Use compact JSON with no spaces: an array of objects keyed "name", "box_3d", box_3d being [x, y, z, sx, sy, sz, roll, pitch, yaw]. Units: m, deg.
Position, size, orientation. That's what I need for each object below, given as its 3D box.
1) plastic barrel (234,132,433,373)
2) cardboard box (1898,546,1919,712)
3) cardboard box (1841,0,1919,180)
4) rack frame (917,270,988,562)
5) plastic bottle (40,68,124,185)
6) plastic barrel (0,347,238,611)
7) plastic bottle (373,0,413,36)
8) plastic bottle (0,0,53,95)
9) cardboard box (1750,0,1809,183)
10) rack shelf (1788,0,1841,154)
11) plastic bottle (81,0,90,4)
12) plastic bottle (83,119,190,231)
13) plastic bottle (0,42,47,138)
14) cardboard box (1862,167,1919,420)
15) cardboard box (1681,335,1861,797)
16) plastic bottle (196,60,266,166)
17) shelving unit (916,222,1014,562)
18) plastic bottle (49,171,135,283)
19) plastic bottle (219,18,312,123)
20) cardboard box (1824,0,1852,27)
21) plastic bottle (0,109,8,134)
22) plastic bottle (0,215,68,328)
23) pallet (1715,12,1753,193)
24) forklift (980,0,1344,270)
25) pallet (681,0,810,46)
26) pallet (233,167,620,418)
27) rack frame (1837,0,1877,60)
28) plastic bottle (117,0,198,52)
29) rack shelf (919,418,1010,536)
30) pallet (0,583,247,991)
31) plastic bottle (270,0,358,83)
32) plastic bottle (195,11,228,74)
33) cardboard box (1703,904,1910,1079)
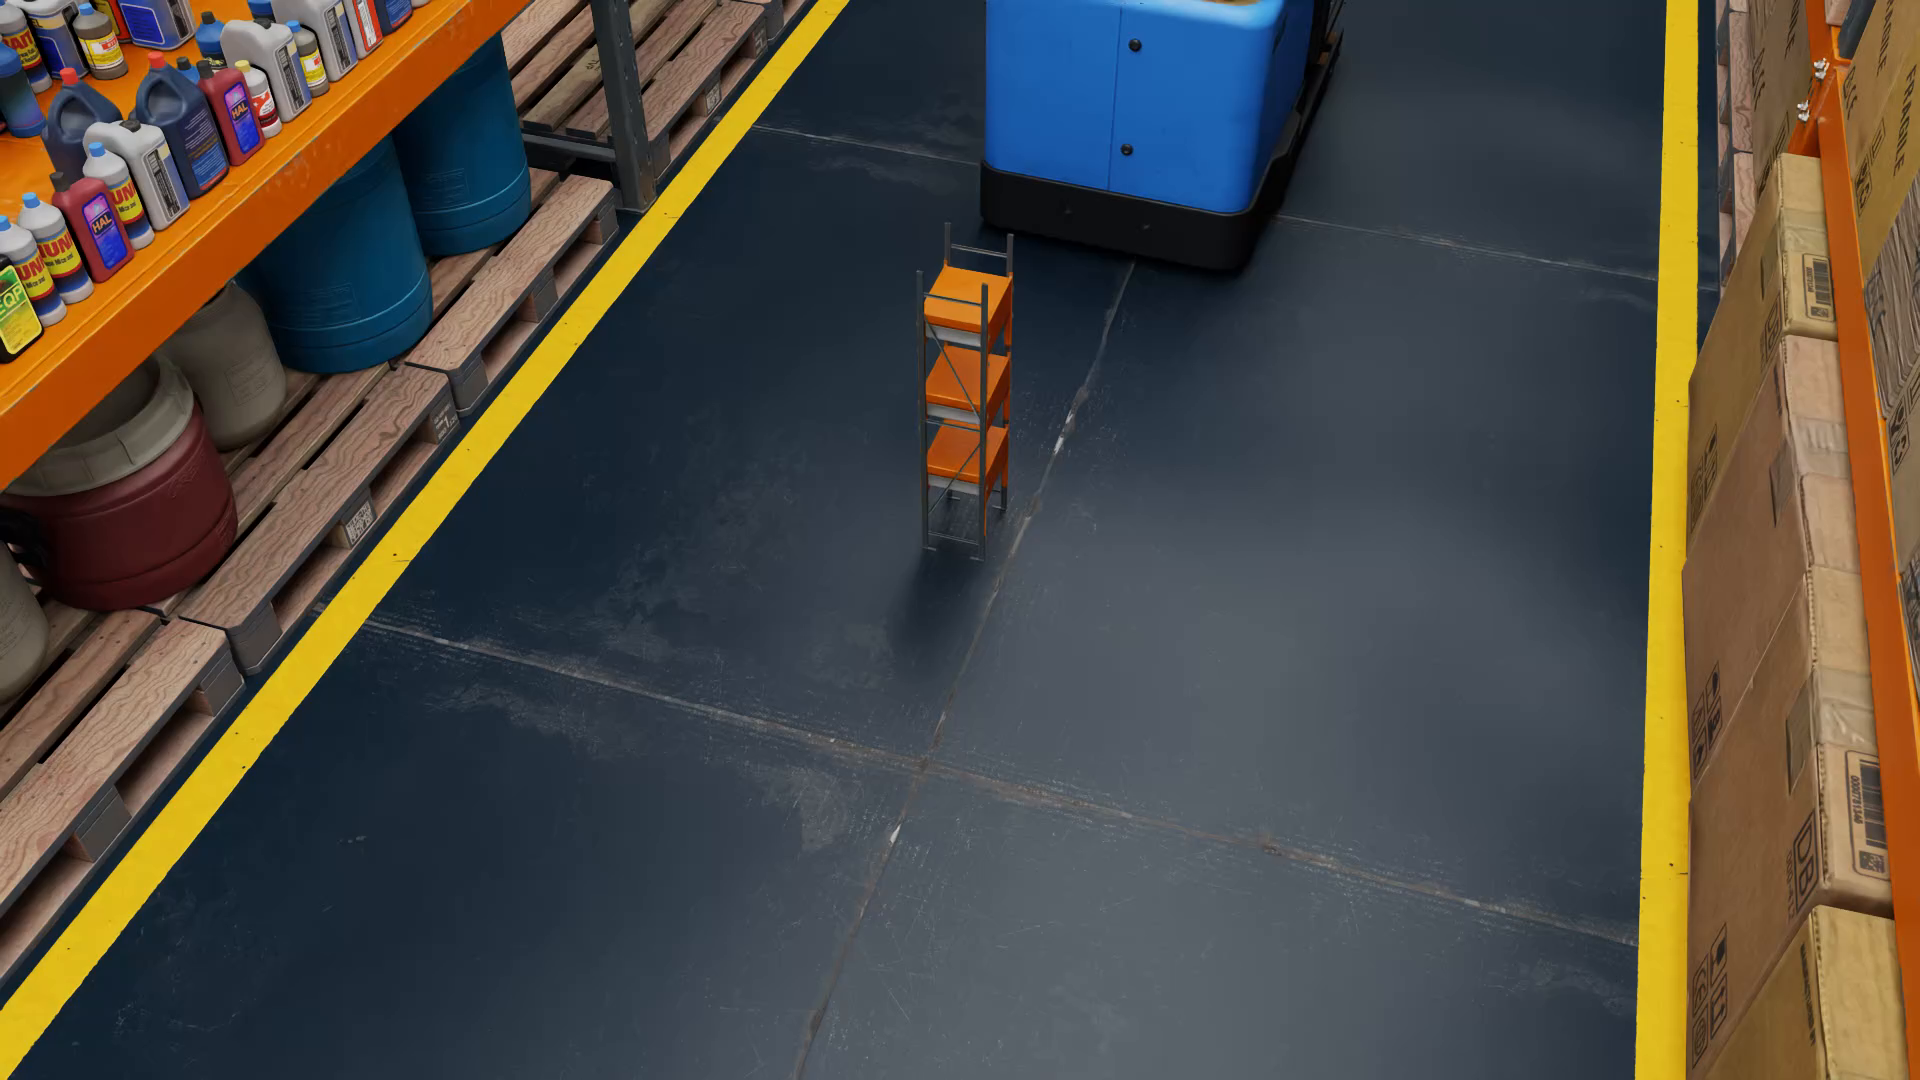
[{"name":"plastic barrel","box_3d":[-2.097,-1.065,5.394,0.600,0.901,0.708,13,46,13]},{"name":"cardboard box","box_3d":[2.032,0.125,2.907,0.500,0.500,0.500,11,45,11]},{"name":"cardboard box","box_3d":[2.641,-1.229,4.289,0.500,0.500,0.500,13,46,13]},{"name":"rack frame","box_3d":[-0.021,-0.330,4.836,0.200,1.050,0.008,13,46,13]},{"name":"plastic bottle","box_3d":[-2.187,-1.004,4.167,0.144,0.351,0.185,13,46,13]},{"name":"plastic barrel","box_3d":[-2.439,-0.200,4.734,0.600,0.588,0.708,13,46,13]},{"name":"plastic bottle","box_3d":[-1.724,-1.673,4.850,0.144,0.351,0.185,13,46,13]},{"name":"plastic bottle","box_3d":[-2.617,-1.379,4.606,0.097,0.271,0.097,0,44,0]},{"name":"cardboard box","box_3d":[3.568,-1.860,6.225,0.875,0.875,0.875,13,46,13]},{"name":"rack shelf","box_3d":[3.625,-2.523,6.198,1.077,0.370,4.000,13,46,13]},{"name":"plastic bottle","box_3d":[-2.546,-1.508,4.789,0.097,0.201,0.097,0,44,0]},{"name":"plastic bottle","box_3d":[-2.054,-0.930,4.144,0.152,0.276,0.135,13,46,13]},{"name":"plastic bottle","box_3d":[-2.538,-1.218,4.442,0.097,0.271,0.097,0,44,0]},{"name":"cardboard box","box_3d":[2.338,-0.560,3.606,0.500,0.500,0.500,12,46,12]},{"name":"cardboard box","box_3d":[2.574,0.189,4.131,1.225,0.875,0.875,11,45,11]},{"name":"plastic bottle","box_3d":[-1.914,-1.135,4.349,0.061,0.283,0.133,13,46,13]},{"name":"shelving unit","box_3d":[0.016,-0.411,4.919,0.215,1.050,0.252,13,46,13]},{"name":"plastic bottle","box_3d":[-2.080,-0.768,3.974,0.061,0.283,0.133,13,46,13]},{"name":"plastic bottle","box_3d":[-1.887,-1.296,4.519,0.152,0.276,0.135,13,46,13]},{"name":"cardboard box","box_3d":[2.799,-1.629,4.950,0.380,0.149,0.250,13,46,13]},{"name":"plastic bottle","box_3d":[-2.666,-1.243,4.411,0.144,0.351,0.185,13,46,13]},{"name":"plastic bottle","box_3d":[-2.162,-0.626,3.837,0.097,0.271,0.097,0,44,0]},{"name":"pallet","box_3d":[3.691,-1.756,6.894,1.003,0.211,1.213,13,46,12]},{"name":"forklift","box_3d":[1.055,-3.096,6.318,1.130,2.935,3.031,14,46,14]},{"name":"pallet","box_3d":[-1.148,-2.813,7.974,1.003,0.211,1.213,13,46,13]},{"name":"pallet","box_3d":[-1.975,-0.994,6.114,1.003,0.211,1.213,13,46,13]},{"name":"rack frame","box_3d":[3.019,-1.447,4.584,1.000,3.000,0.127,13,46,13]},{"name":"plastic bottle","box_3d":[-2.340,-1.574,4.803,0.152,0.276,0.135,13,46,13]},{"name":"rack shelf","box_3d":[0.016,-0.205,5.121,0.215,0.259,0.240,13,46,13]},{"name":"pallet","box_3d":[-2.714,0.633,4.452,1.003,0.211,1.213,13,46,13]},{"name":"plastic bottle","box_3d":[-1.817,-1.451,4.677,0.152,0.276,0.135,13,46,13]},{"name":"plastic bottle","box_3d":[-2.012,-1.309,4.535,0.097,0.271,0.097,0,44,0]},{"name":"cardboard box","box_3d":[2.036,1.373,2.921,1.225,0.875,0.875,11,45,11]}]
